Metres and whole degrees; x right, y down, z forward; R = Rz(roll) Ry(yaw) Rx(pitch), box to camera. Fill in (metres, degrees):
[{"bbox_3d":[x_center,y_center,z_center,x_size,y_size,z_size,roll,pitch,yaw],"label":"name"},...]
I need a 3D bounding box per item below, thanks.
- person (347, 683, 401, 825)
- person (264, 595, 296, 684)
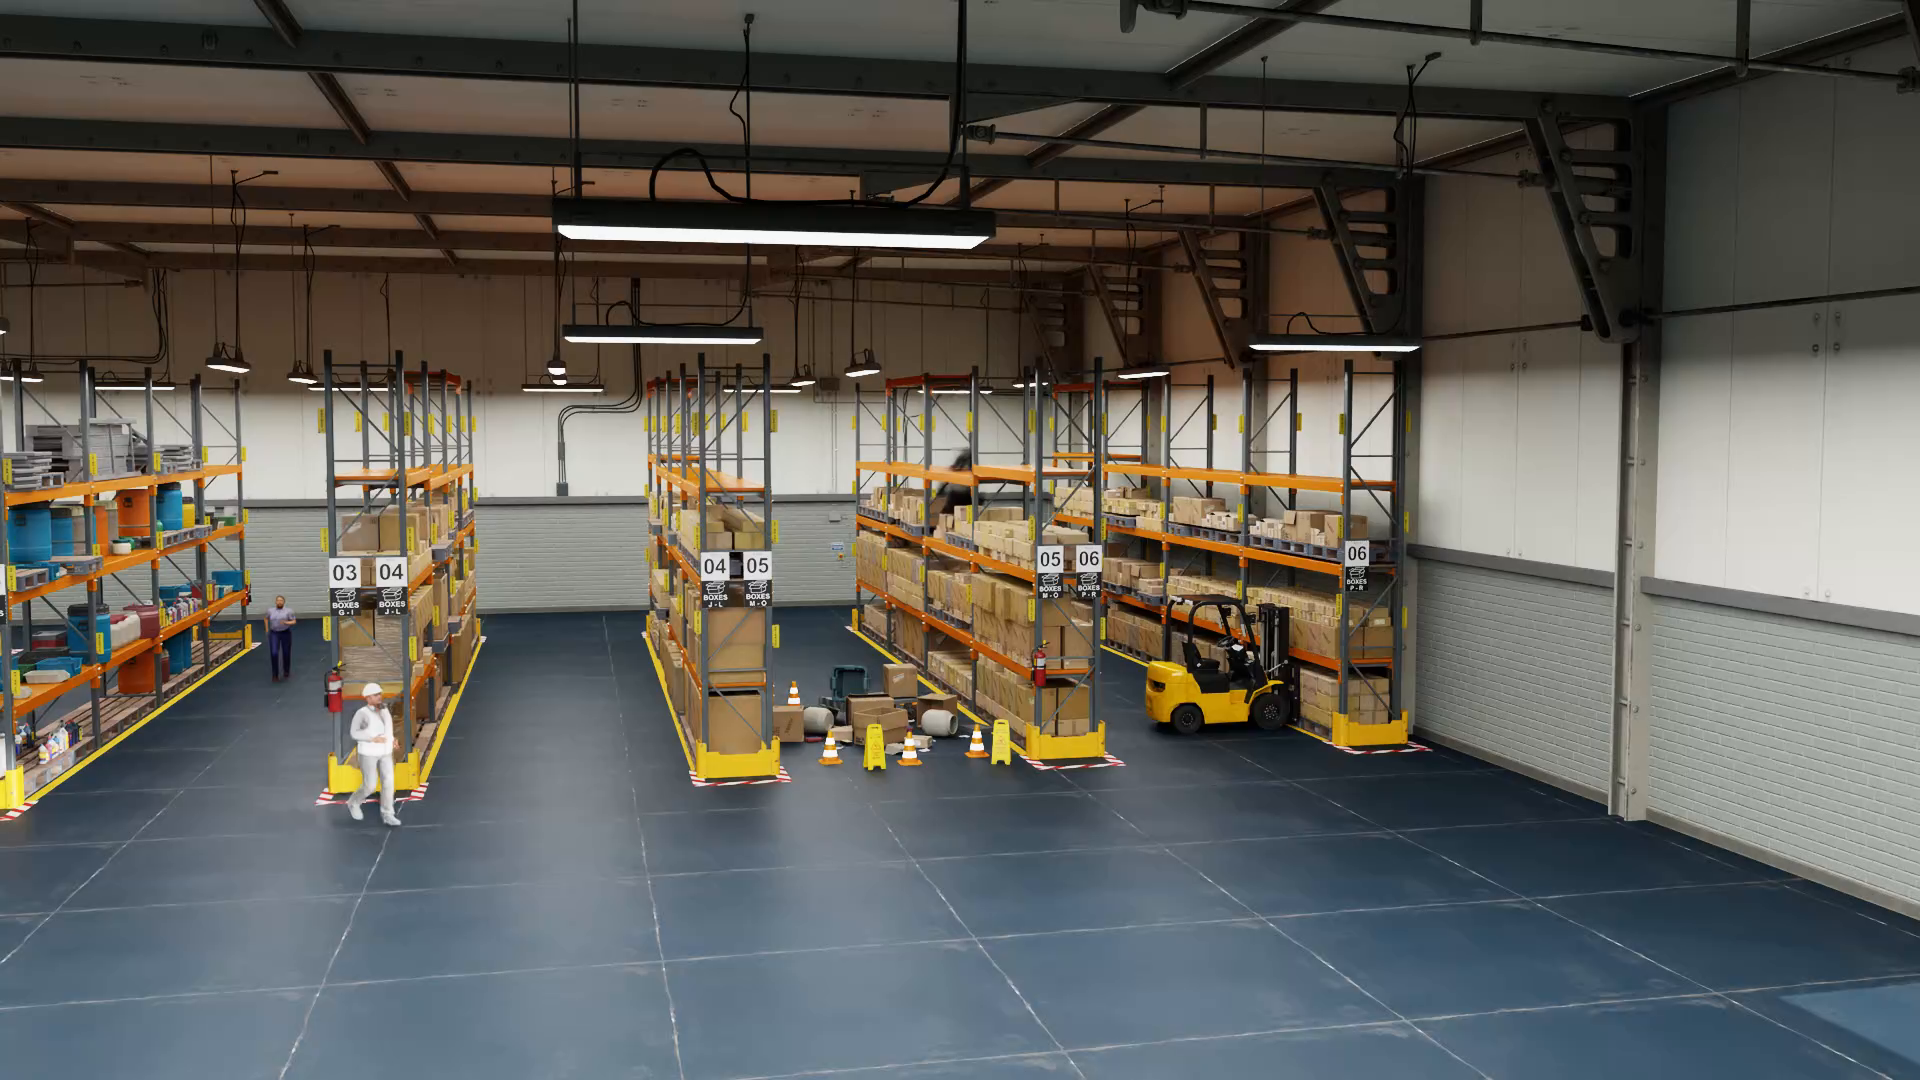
[{"bbox_3d":[-7.315,2.663,20.778,0.835,1.763,0.676,2,5,31],"label":"person"},{"bbox_3d":[-13.254,1.924,32.443,0.582,1.708,0.775,-2,4,-22],"label":"person"}]
